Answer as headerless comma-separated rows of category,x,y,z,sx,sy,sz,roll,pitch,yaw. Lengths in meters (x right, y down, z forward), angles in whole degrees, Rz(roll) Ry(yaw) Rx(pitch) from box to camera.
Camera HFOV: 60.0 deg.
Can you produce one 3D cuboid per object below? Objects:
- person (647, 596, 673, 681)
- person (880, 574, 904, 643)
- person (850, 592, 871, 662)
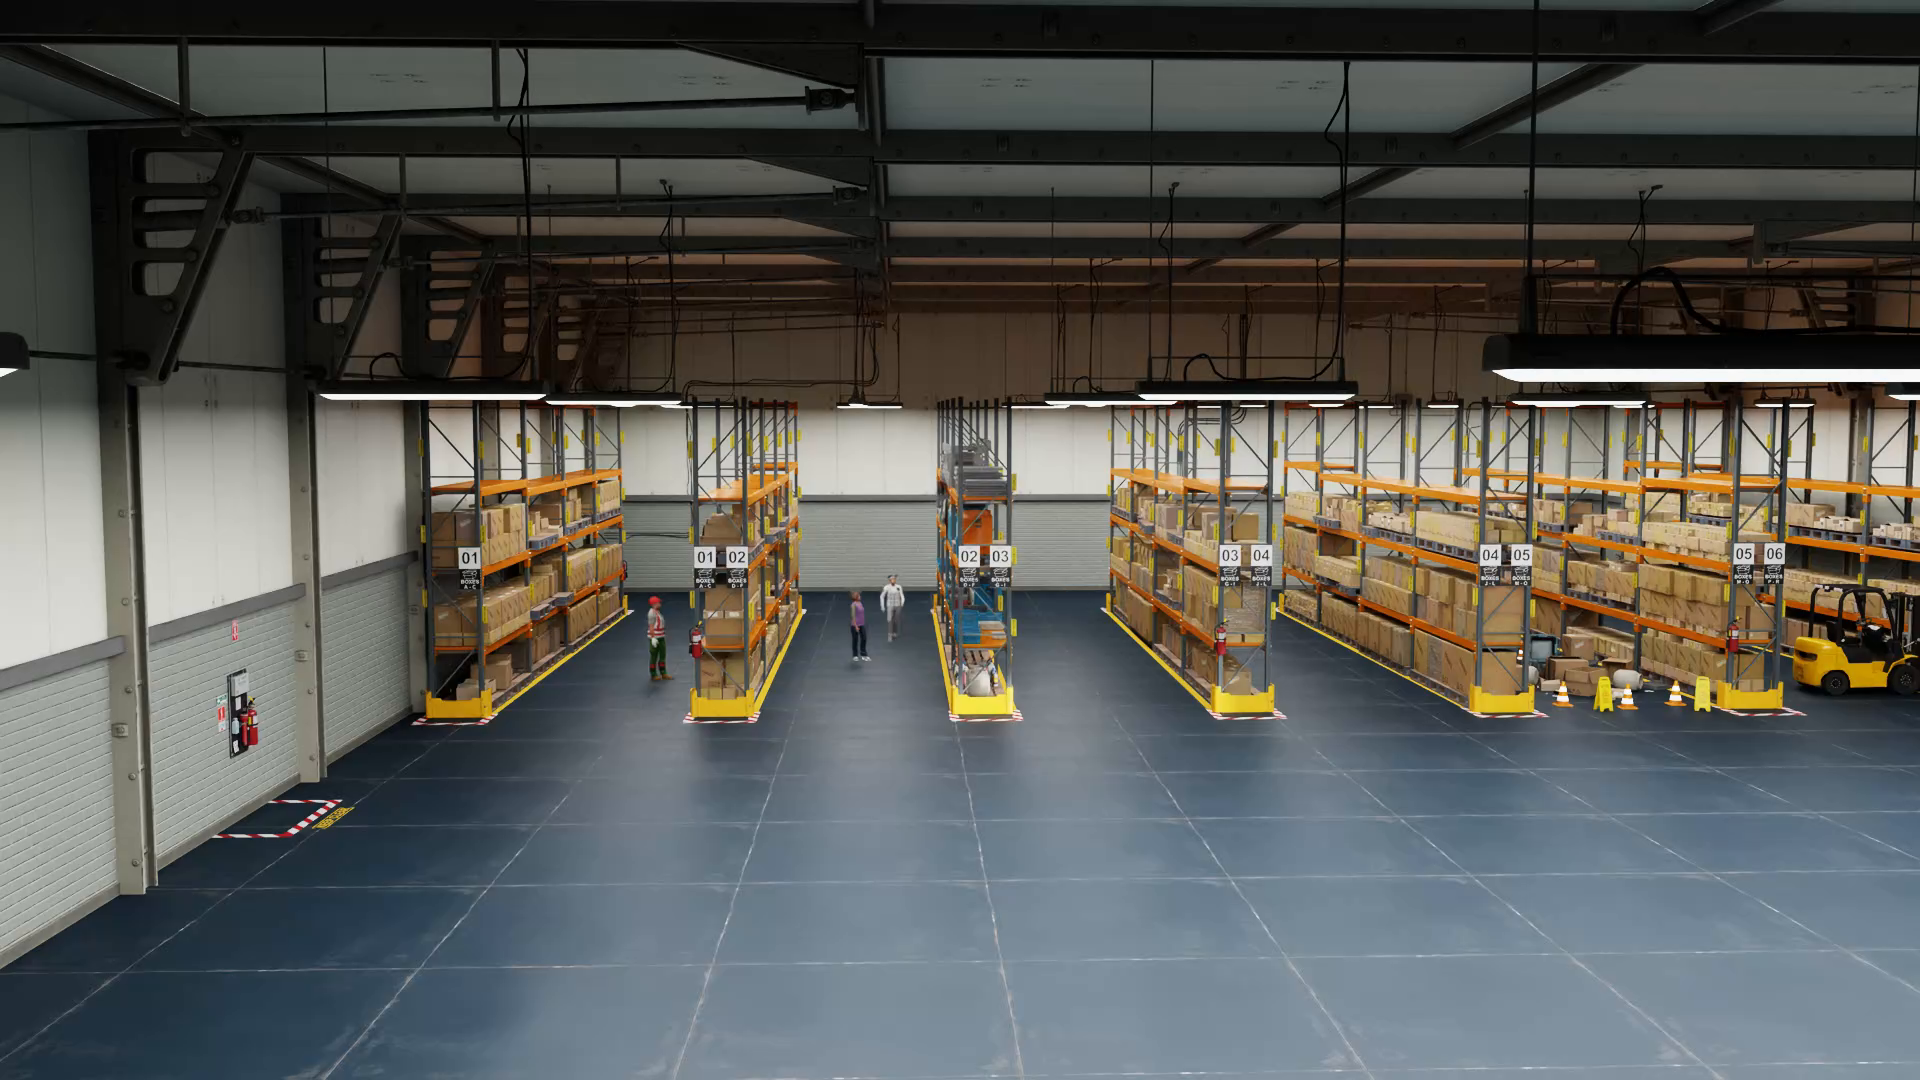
person,-6.441,2.094,35.502,0.476,1.792,0.616,2,5,22
person,-1.693,1.689,41.627,0.597,1.689,0.915,0,4,-2
person,-2.299,2.015,37.845,0.413,1.526,0.484,4,6,43
